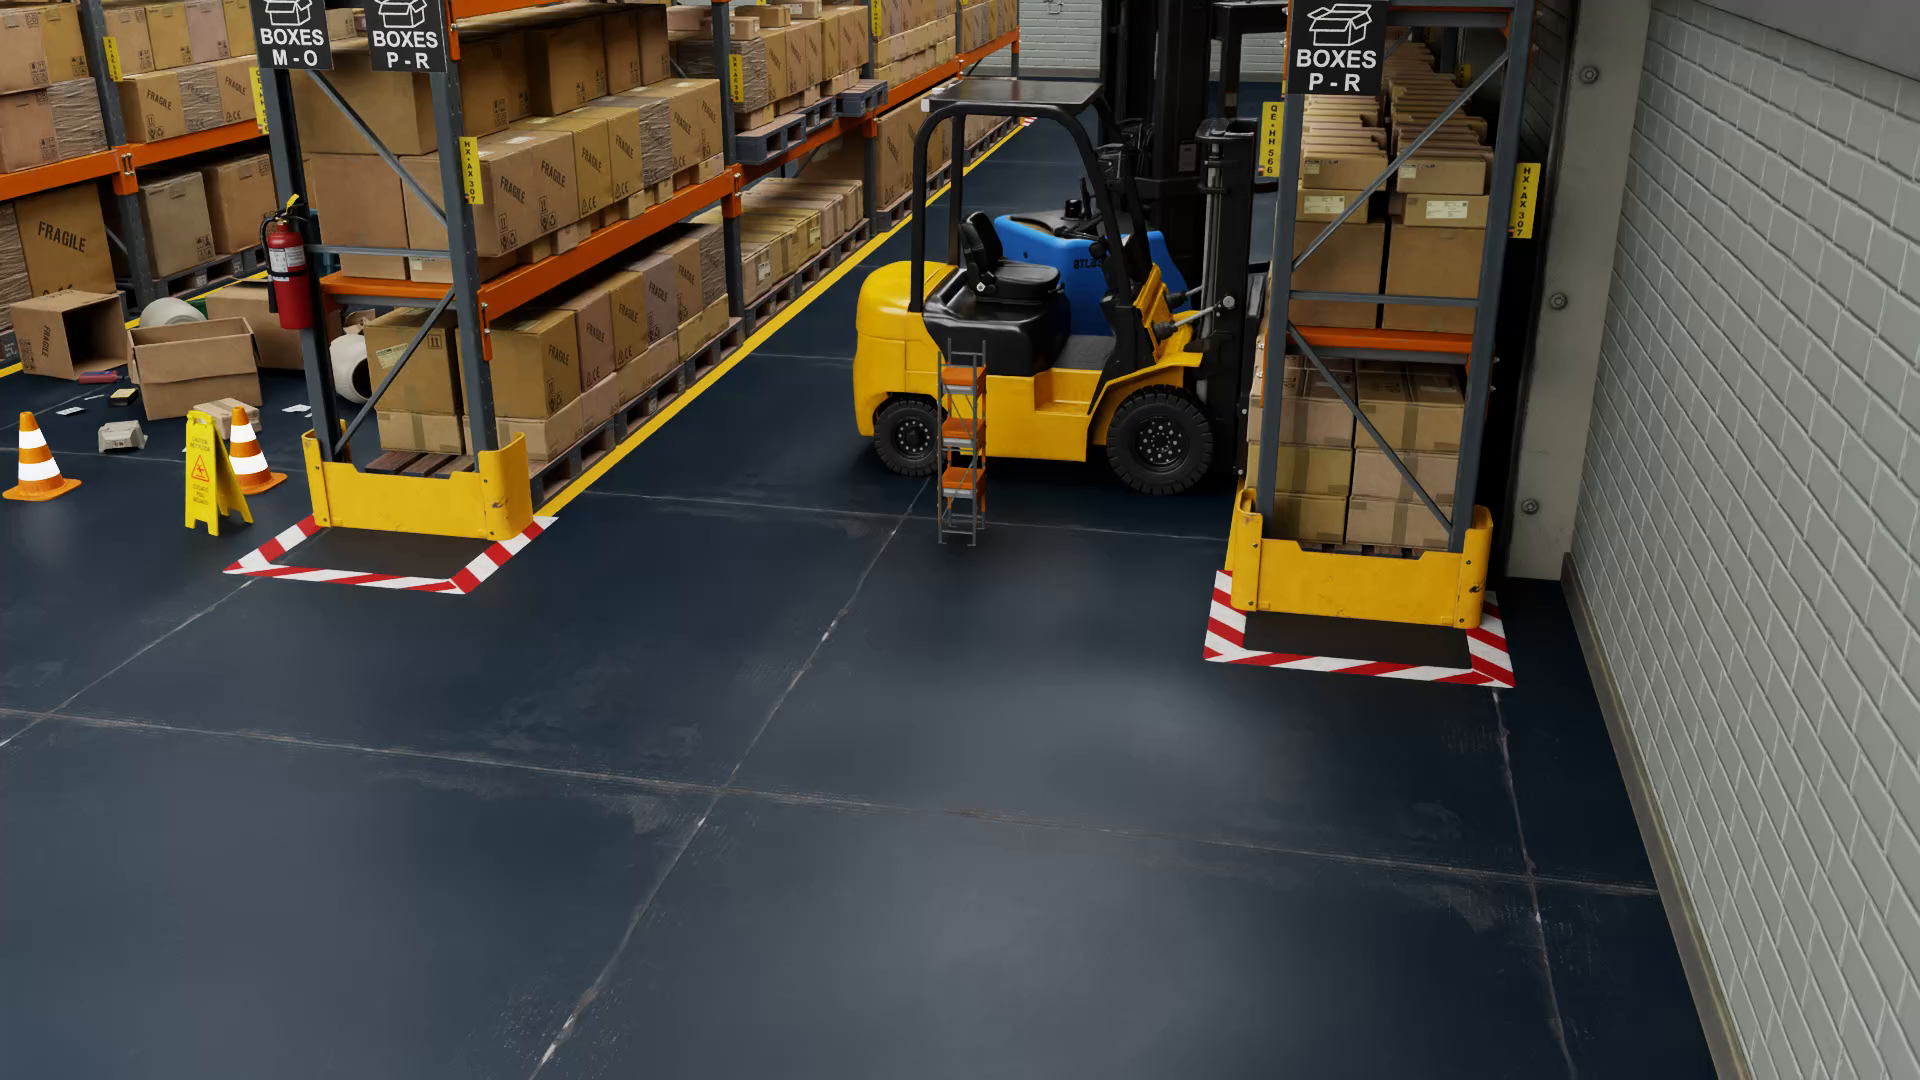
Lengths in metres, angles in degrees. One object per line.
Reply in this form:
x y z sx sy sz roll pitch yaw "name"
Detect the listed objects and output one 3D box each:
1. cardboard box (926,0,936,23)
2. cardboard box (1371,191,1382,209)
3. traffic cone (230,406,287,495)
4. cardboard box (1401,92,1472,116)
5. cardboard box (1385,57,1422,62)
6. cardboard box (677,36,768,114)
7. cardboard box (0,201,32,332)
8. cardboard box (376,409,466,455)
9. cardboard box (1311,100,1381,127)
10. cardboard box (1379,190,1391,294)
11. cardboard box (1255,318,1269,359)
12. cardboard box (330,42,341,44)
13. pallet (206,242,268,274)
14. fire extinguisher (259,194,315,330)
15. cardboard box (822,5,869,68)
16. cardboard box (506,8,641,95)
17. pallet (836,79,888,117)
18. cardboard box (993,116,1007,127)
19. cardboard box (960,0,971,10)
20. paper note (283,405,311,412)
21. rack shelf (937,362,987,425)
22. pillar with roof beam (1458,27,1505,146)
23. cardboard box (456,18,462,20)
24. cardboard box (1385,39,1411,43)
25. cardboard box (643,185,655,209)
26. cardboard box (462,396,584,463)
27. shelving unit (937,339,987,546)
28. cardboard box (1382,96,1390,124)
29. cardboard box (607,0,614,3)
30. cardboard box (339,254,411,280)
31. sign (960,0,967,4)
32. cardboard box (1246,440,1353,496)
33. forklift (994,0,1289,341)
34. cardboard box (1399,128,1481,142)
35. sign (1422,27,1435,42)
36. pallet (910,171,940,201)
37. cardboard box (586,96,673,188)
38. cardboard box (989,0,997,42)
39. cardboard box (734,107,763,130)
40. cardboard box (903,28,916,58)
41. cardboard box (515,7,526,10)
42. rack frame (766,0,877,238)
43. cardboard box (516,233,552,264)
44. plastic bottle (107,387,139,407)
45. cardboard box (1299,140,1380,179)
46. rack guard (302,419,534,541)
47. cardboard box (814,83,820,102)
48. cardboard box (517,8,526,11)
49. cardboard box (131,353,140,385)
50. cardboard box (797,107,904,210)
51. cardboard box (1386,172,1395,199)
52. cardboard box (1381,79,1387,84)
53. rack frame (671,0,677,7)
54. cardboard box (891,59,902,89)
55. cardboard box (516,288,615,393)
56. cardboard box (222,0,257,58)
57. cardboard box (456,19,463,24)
-0.563 -5.804 17.778 0.500 0.500 0.500 5 23 13 "cardboard box"
1.873 -1.520 8.479 0.500 0.500 0.500 5 23 13 "cardboard box"
-4.120 -0.541 9.576 0.336 0.463 0.334 4 22 11 "traffic cone"
2.767 -2.517 9.688 0.380 0.149 0.250 4 22 10 "cardboard box"
3.385 -3.660 12.925 0.380 0.149 0.250 5 22 12 "cardboard box"
-1.753 -3.453 12.319 0.500 0.500 0.500 5 22 12 "cardboard box"
-7.373 -1.920 11.887 0.875 0.875 0.875 5 22 11 "cardboard box"
-3.039 -0.706 9.710 0.500 0.250 0.500 4 22 11 "cardboard box"
2.157 -2.369 9.321 0.380 0.149 0.250 5 22 11 "cardboard box"
2.372 -1.483 8.388 0.500 0.500 0.500 5 23 13 "cardboard box"
1.895 -1.033 9.182 0.500 0.250 0.500 5 22 12 "cardboard box"
-6.111 -4.407 15.646 0.500 0.500 0.500 4 22 11 "cardboard box"
-6.665 -2.707 15.292 1.003 0.211 1.213 4 22 11 "pallet"
-3.420 -1.419 8.466 0.296 0.674 0.183 4 22 11 "fire extinguisher"
-1.133 -4.579 15.114 0.500 0.500 0.500 4 22 9 "cardboard box"
-2.557 -3.243 11.021 0.700 0.500 0.500 5 22 11 "cardboard box"
-1.354 -4.030 15.101 1.213 0.211 1.003 4 22 11 "pallet"
0.104 -5.735 21.946 0.875 0.438 0.875 5 22 12 "cardboard box"
-0.162 -6.516 19.546 0.500 0.500 0.500 5 22 11 "cardboard box"
-4.381 -0.876 11.003 0.148 0.019 0.142 13 25 29 "paper note"
0.011 -0.760 8.604 0.215 0.259 0.240 4 22 11 "rack shelf"
-0.051 -6.576 13.136 9.100 9.000 0.400 4 22 11 "pillar with roof beam"
-5.629 -5.717 18.012 0.380 0.149 0.250 5 23 13 "cardboard box"
3.679 -4.223 14.323 0.380 0.149 0.250 5 23 13 "cardboard box"
-2.182 -2.204 10.648 0.380 0.149 0.250 4 22 10 "cardboard box"
-2.510 -0.655 9.583 0.500 0.250 0.500 4 22 10 "cardboard box"
0.011 -0.507 8.706 0.215 1.050 0.252 4 22 11 "shelving unit"
2.917 -2.758 10.684 0.380 0.149 0.250 4 22 11 "cardboard box"
-4.783 -6.900 21.439 0.500 0.500 0.500 4 22 10 "cardboard box"
-3.078 -1.498 8.895 0.380 0.149 0.250 5 23 13 "cardboard box"
0.037 -6.313 19.069 0.100 0.325 0.005 4 22 11 "sign"
1.708 -0.438 8.375 0.500 0.250 0.500 4 22 10 "cardboard box"
1.778 -2.702 11.639 3.031 2.935 1.130 -10 24 -24 "forklift"
2.384 -1.957 8.296 0.380 0.149 0.250 5 22 11 "cardboard box"
4.091 -4.506 14.478 0.100 0.325 0.005 4 22 11 "sign"
-0.827 -3.821 18.060 1.003 0.211 1.213 4 22 11 "pallet"
-2.176 -2.549 10.635 0.500 0.500 0.500 5 22 12 "cardboard box"
0.175 -6.602 21.097 0.500 0.500 0.500 5 22 13 "cardboard box"
-1.707 -3.181 12.511 0.380 0.149 0.250 5 22 12 "cardboard box"
-0.747 -5.087 17.000 0.500 0.250 0.500 4 22 11 "cardboard box"
-5.308 -6.285 19.422 0.380 0.149 0.250 4 22 9 "cardboard box"
-1.313 -4.388 15.732 1.000 3.000 0.127 4 22 11 "rack frame"
-2.502 -1.638 9.242 0.380 0.149 0.250 4 22 9 "cardboard box"
-5.615 -0.968 11.175 0.133 0.061 0.283 -3 22 -8 "plastic bottle"
1.802 -1.810 7.931 0.380 0.149 0.250 4 22 11 "cardboard box"
-2.930 -0.330 9.004 1.175 0.500 0.348 4 22 11 "rack guard"
-1.388 -3.755 13.937 0.380 0.149 0.250 4 22 9 "cardboard box"
-5.304 -6.150 19.485 0.380 0.149 0.250 5 22 11 "cardboard box"
-5.543 -1.228 11.547 0.396 0.266 0.258 8 23 20 "cardboard box"
-1.090 -3.843 16.662 0.875 0.875 0.875 4 22 10 "cardboard box"
2.284 -1.724 8.116 0.380 0.149 0.250 4 22 10 "cardboard box"
3.119 -3.101 11.536 0.380 0.149 0.250 4 22 9 "cardboard box"
-4.547 -7.654 23.842 1.000 3.000 0.127 4 22 11 "rack frame"
-0.879 -4.667 16.627 0.500 0.250 0.500 4 22 9 "cardboard box"
-2.403 -1.203 9.940 0.500 0.500 0.500 4 22 9 "cardboard box"
-6.589 -4.515 14.576 0.700 0.500 0.500 4 22 10 "cardboard box"
-5.623 -5.577 18.061 0.380 0.149 0.250 4 22 10 "cardboard box"
